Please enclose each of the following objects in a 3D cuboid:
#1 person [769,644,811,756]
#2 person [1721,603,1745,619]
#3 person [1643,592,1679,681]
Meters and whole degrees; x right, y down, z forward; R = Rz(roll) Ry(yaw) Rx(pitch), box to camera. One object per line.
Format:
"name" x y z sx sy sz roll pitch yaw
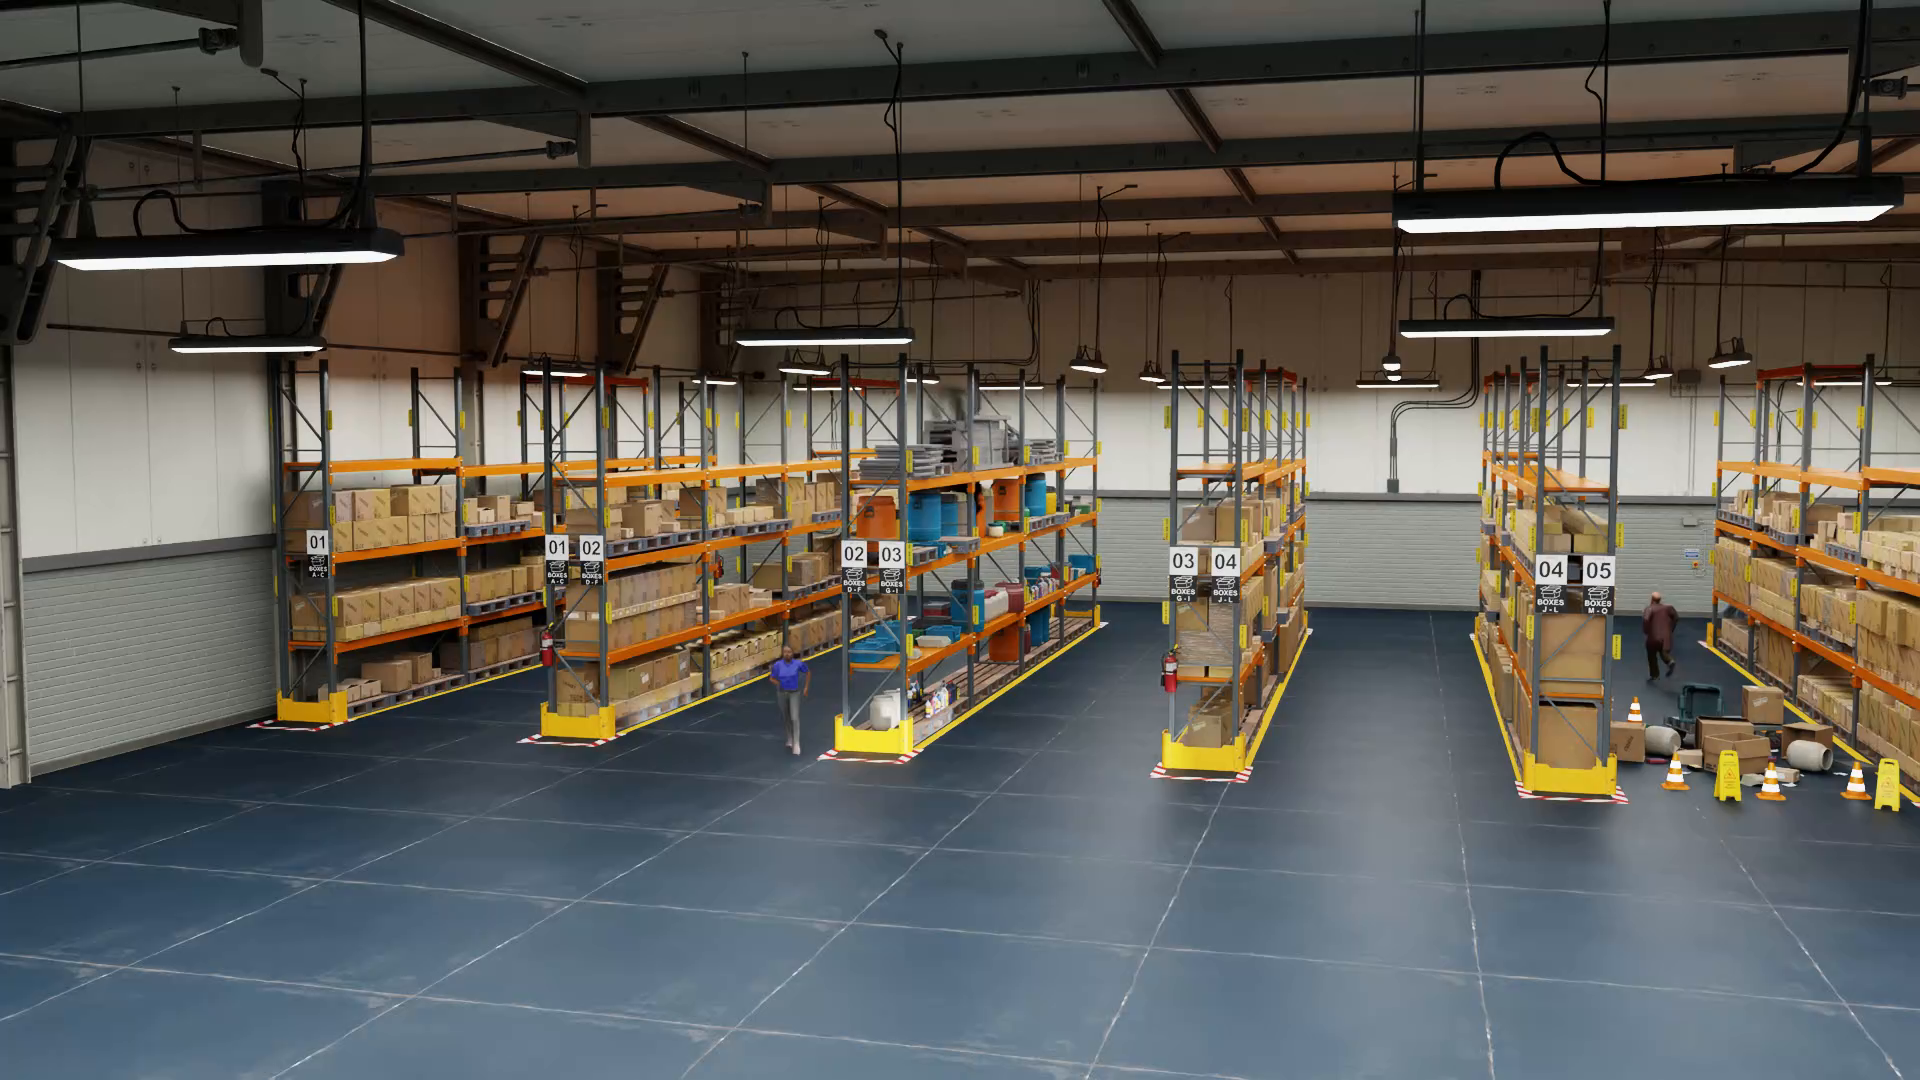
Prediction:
"person" -2.570 2.393 25.074 0.599 1.673 0.785 0 4 3
"person" 17.612 1.414 37.723 0.728 1.800 0.671 0 4 6
"person" 13.311 1.883 31.584 0.714 1.777 1.056 0 4 1
